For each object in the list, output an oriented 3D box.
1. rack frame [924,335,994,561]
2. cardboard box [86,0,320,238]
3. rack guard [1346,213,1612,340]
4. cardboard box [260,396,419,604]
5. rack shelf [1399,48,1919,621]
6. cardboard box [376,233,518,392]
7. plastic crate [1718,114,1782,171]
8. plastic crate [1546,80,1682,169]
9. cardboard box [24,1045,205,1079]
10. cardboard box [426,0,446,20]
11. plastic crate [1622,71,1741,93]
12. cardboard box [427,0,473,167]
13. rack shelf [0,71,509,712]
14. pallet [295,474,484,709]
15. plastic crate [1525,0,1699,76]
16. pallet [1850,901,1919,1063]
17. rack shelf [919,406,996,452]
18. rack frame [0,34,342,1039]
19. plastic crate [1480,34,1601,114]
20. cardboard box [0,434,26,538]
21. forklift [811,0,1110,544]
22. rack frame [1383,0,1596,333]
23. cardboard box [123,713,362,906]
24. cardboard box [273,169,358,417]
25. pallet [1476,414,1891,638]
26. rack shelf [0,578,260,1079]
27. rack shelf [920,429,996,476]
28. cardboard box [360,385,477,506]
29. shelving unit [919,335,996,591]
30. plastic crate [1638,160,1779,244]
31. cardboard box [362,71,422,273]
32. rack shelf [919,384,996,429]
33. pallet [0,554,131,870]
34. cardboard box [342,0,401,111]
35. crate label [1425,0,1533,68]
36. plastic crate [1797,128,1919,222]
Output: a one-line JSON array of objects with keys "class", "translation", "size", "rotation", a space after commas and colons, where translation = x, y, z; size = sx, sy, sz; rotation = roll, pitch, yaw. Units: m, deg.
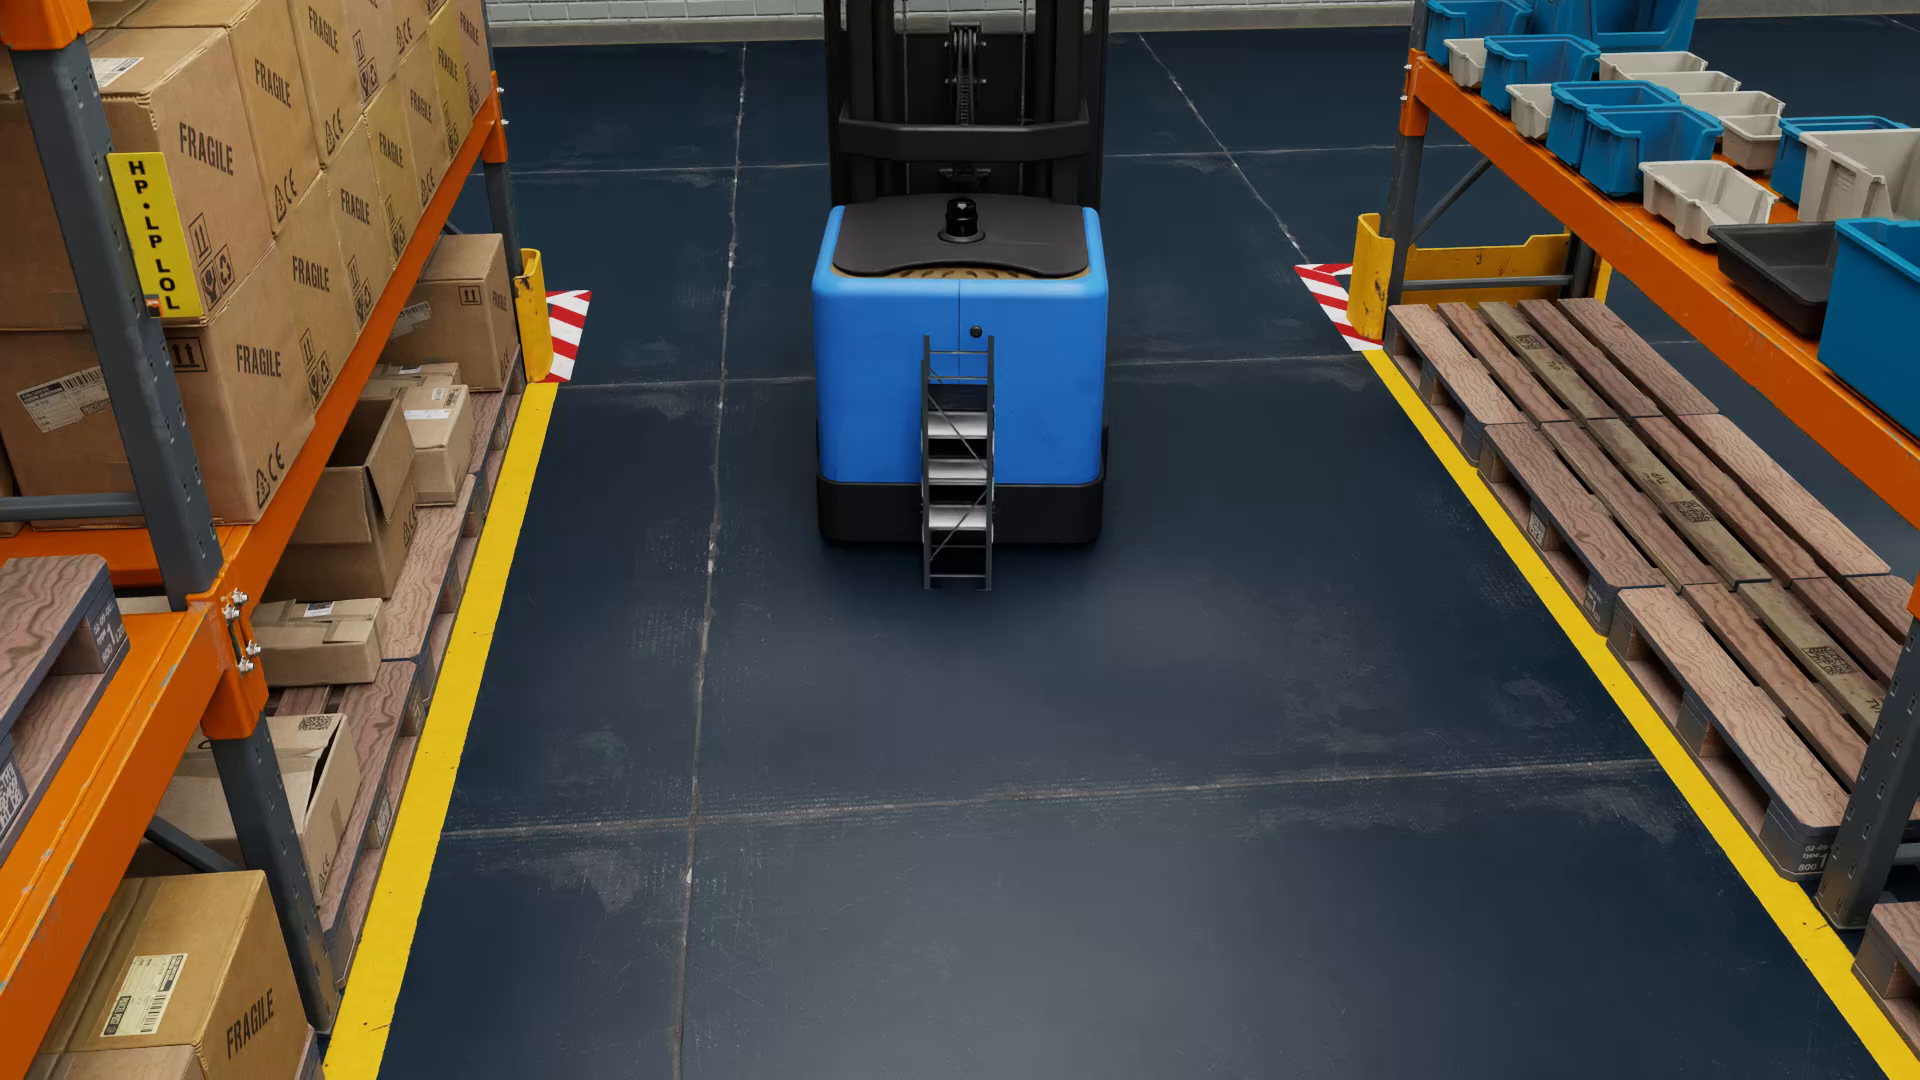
[{"class": "rack frame", "translation": [-0.004, -0.310, 5.891], "size": [0.240, 0.900, 0.006], "rotation": [1, 31, 1]}, {"class": "cardboard box", "translation": [-1.892, -1.040, 3.993], "size": [0.500, 0.500, 0.500], "rotation": [-4, 31, -6]}, {"class": "rack guard", "translation": [2.464, -1.266, 7.882], "size": [1.175, 0.500, 0.348], "rotation": [-3, 31, -5]}, {"class": "cardboard box", "translation": [-2.260, -0.126, 5.541], "size": [0.797, 0.503, 0.637], "rotation": [-3, 31, -5]}, {"class": "rack shelf", "translation": [2.666, -0.998, 5.697], "size": [1.077, 0.370, 4.000], "rotation": [-3, 31, -5]}, {"class": "cardboard box", "translation": [-2.157, -0.942, 6.911], "size": [0.500, 0.500, 0.500], "rotation": [-3, 31, -5]}, {"class": "plastic crate", "translation": [2.845, -1.393, 5.855], "size": [0.298, 0.136, 0.250], "rotation": [-3, 31, -5]}, {"class": "plastic crate", "translation": [2.298, -1.467, 5.886], "size": [0.416, 0.233, 0.300], "rotation": [-3, 31, -5]}, {"class": "cardboard box", "translation": [-1.710, 1.325, 3.115], "size": [0.500, 0.500, 0.500], "rotation": [-3, 31, -4]}, {"class": "cardboard box", "translation": [-2.089, -2.092, 5.755], "size": [0.500, 0.500, 0.500], "rotation": [-2, 31, -3]}, {"class": "plastic crate", "translation": [2.748, -1.684, 6.343], "size": [0.396, 0.136, 0.243], "rotation": [-3, 31, -5]}, {"class": "cardboard box", "translation": [-2.088, -1.655, 5.998], "size": [0.500, 0.500, 0.500], "rotation": [-2, 31, -4]}, {"class": "rack shelf", "translation": [-2.266, -0.762, 5.303], "size": [1.077, 0.370, 4.000], "rotation": [-3, 31, -5]}, {"class": "pallet", "translation": [-2.259, 0.172, 5.756], "size": [1.003, 0.211, 1.213], "rotation": [-3, 31, -5]}, {"class": "plastic crate", "translation": [2.697, -2.207, 6.926], "size": [0.616, 0.435, 0.499], "rotation": [-3, 31, -5]}, {"class": "pallet", "translation": [2.884, 1.308, 3.855], "size": [1.003, 0.211, 1.213], "rotation": [-3, 31, -5]}, {"class": "rack shelf", "translation": [-0.006, -0.384, 5.729], "size": [0.258, 0.077, 0.200], "rotation": [1, 31, 1]}, {"class": "rack frame", "translation": [-2.079, -0.050, 3.409], "size": [1.000, 3.000, 0.127], "rotation": [-3, 31, -5]}, {"class": "plastic crate", "translation": [2.236, -1.804, 6.449], "size": [0.416, 0.233, 0.300], "rotation": [-3, 31, -5]}, {"class": "cardboard box", "translation": [-2.381, -0.336, 3.790], "size": [0.500, 0.500, 0.500], "rotation": [-2, 31, -4]}, {"class": "forklift", "translation": [0.030, -1.963, 6.679], "size": [1.130, 2.935, 3.031], "rotation": [1, 31, 1]}, {"class": "rack frame", "translation": [2.479, -2.328, 7.222], "size": [1.000, 3.000, 0.127], "rotation": [-3, 31, -5]}, {"class": "cardboard box", "translation": [-1.903, 0.691, 4.361], "size": [0.500, 0.311, 0.500], "rotation": [-3, 31, -5]}, {"class": "cardboard box", "translation": [-1.906, -0.627, 4.278], "size": [0.500, 0.500, 0.500], "rotation": [-2, 31, -4]}, {"class": "pallet", "translation": [2.629, -0.086, 6.188], "size": [1.003, 0.211, 1.213], "rotation": [-3, 31, -5]}, {"class": "rack shelf", "translation": [-1.892, 1.280, 1.884], "size": [1.077, 0.370, 4.000], "rotation": [-3, 31, -5]}, {"class": "rack shelf", "translation": [-0.006, -0.307, 5.775], "size": [0.258, 0.077, 0.200], "rotation": [1, 31, 1]}, {"class": "cardboard box", "translation": [-2.098, -0.348, 6.160], "size": [0.500, 0.250, 0.500], "rotation": [-3, 31, -5]}, {"class": "shelving unit", "translation": [-0.006, -0.258, 5.804], "size": [0.258, 0.900, 0.210], "rotation": [1, 31, 1]}, {"class": "plastic crate", "translation": [2.391, -1.073, 5.319], "size": [0.293, 0.136, 0.466], "rotation": [-3, 31, -5]}, {"class": "cardboard box", "translation": [-2.000, -1.143, 5.140], "size": [0.500, 0.500, 0.500], "rotation": [-3, 31, -5]}, {"class": "rack shelf", "translation": [-0.006, -0.461, 5.683], "size": [0.258, 0.077, 0.200], "rotation": [1, 31, 1]}, {"class": "pallet", "translation": [-2.113, 0.446, 2.766], "size": [1.003, 0.211, 1.213], "rotation": [-3, 31, -5]}, {"class": "cardboard box", "translation": [-1.988, -1.566, 4.874], "size": [0.500, 0.500, 0.500], "rotation": [-2, 31, -3]}, {"class": "crate label", "translation": [2.175, -2.140, 7.012], "size": [0.416, 0.233, 0.303], "rotation": [-3, 31, -5]}, {"class": "plastic crate", "translation": [2.894, -1.049, 5.138], "size": [0.437, 0.282, 0.530], "rotation": [-3, 31, -5]}]
